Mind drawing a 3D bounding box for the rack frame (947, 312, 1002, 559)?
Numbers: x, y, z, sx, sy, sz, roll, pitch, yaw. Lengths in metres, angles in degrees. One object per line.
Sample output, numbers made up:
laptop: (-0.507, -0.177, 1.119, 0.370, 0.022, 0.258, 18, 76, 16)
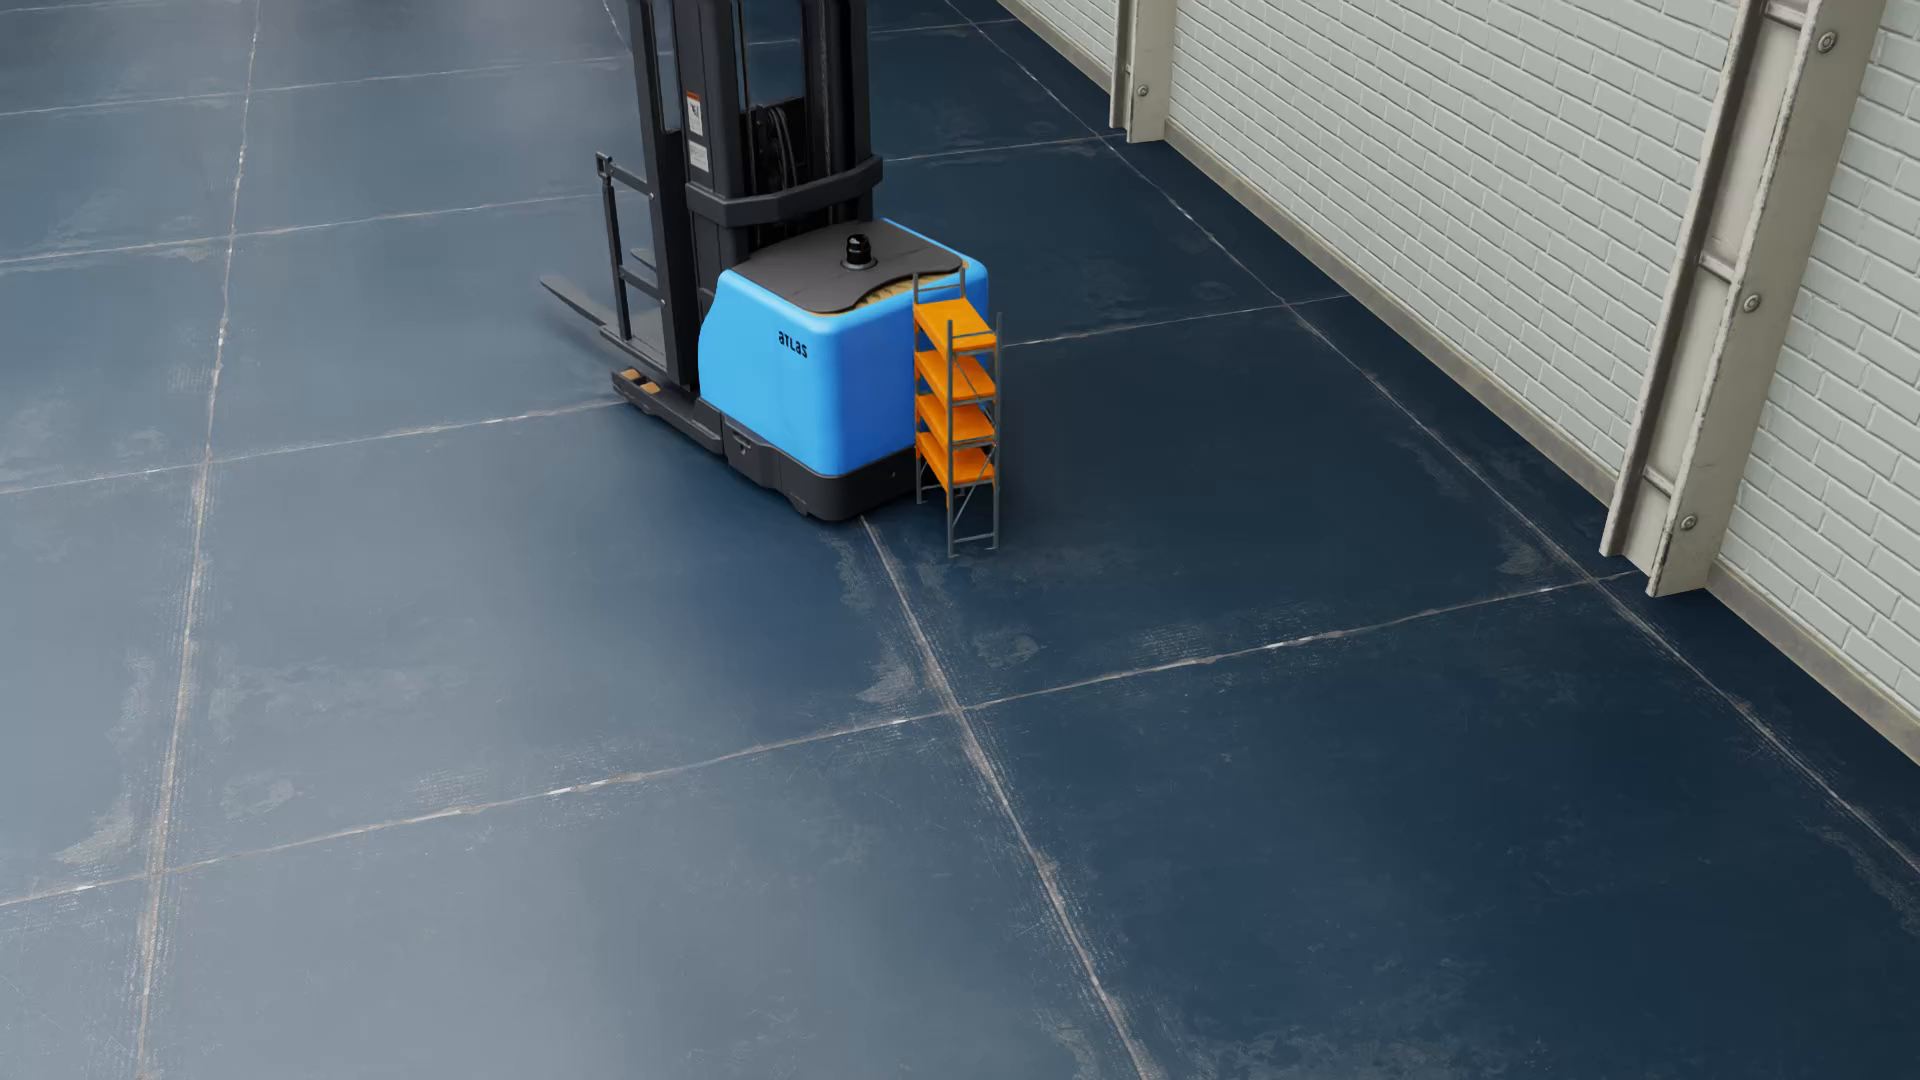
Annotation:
rack frame: (0.062, -0.440, 7.328, 0.240, 1.200, 0.015, -10, 35, -15)

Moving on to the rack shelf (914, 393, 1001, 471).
rack shelf: (-0.015, -0.512, 7.558, 0.258, 0.148, 0.480, -10, 35, -15)

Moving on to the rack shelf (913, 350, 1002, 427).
rack shelf: (-0.015, -0.698, 7.435, 0.258, 0.148, 0.480, -10, 35, -15)

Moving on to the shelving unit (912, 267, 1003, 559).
shelving unit: (-0.015, -0.568, 7.521, 0.258, 1.200, 0.503, -10, 35, -15)

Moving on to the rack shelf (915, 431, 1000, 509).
rack shelf: (-0.015, -0.346, 7.668, 0.258, 0.148, 0.480, -10, 35, -15)

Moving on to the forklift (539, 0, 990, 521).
forklift: (-1.198, -2.046, 8.188, 1.130, 2.935, 3.031, -26, 41, -33)

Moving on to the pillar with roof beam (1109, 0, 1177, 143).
pillar with roof beam: (-2.778, -6.054, 8.749, 9.100, 9.000, 0.400, -10, 35, -15)

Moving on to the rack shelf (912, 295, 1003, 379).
rack shelf: (-0.015, -0.896, 7.305, 0.258, 0.148, 0.480, -10, 35, -15)

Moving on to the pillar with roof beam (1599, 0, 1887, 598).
pillar with roof beam: (-0.948, -2.904, 3.982, 9.100, 9.000, 0.400, -10, 35, -15)

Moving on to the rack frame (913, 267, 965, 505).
rack frame: (-0.093, -0.696, 7.714, 0.240, 1.200, 0.015, -10, 35, -15)
